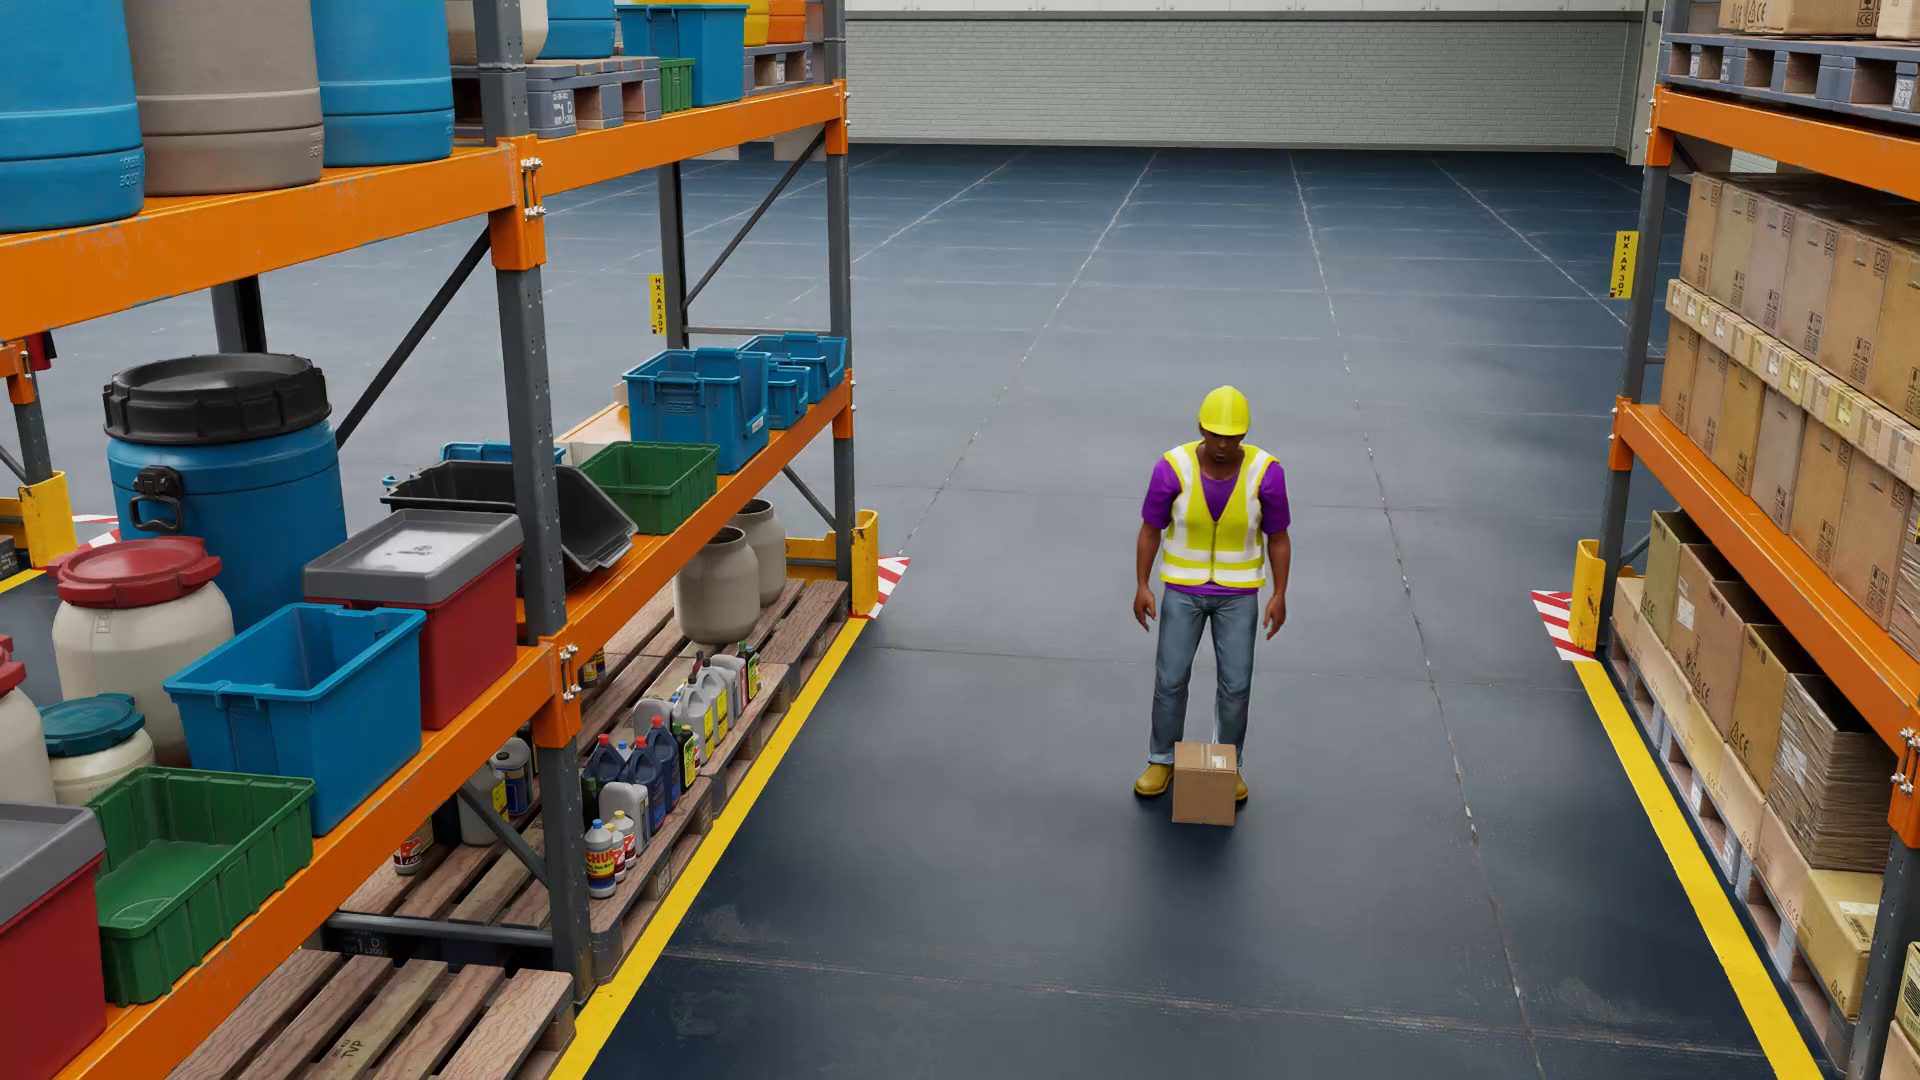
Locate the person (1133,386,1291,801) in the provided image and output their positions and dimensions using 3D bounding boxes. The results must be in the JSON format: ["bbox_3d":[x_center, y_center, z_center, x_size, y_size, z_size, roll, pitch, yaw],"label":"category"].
[{"bbox_3d":[1.031,0.219,6.840,0.628,1.761,0.461,3,18,9],"label":"person"}]
